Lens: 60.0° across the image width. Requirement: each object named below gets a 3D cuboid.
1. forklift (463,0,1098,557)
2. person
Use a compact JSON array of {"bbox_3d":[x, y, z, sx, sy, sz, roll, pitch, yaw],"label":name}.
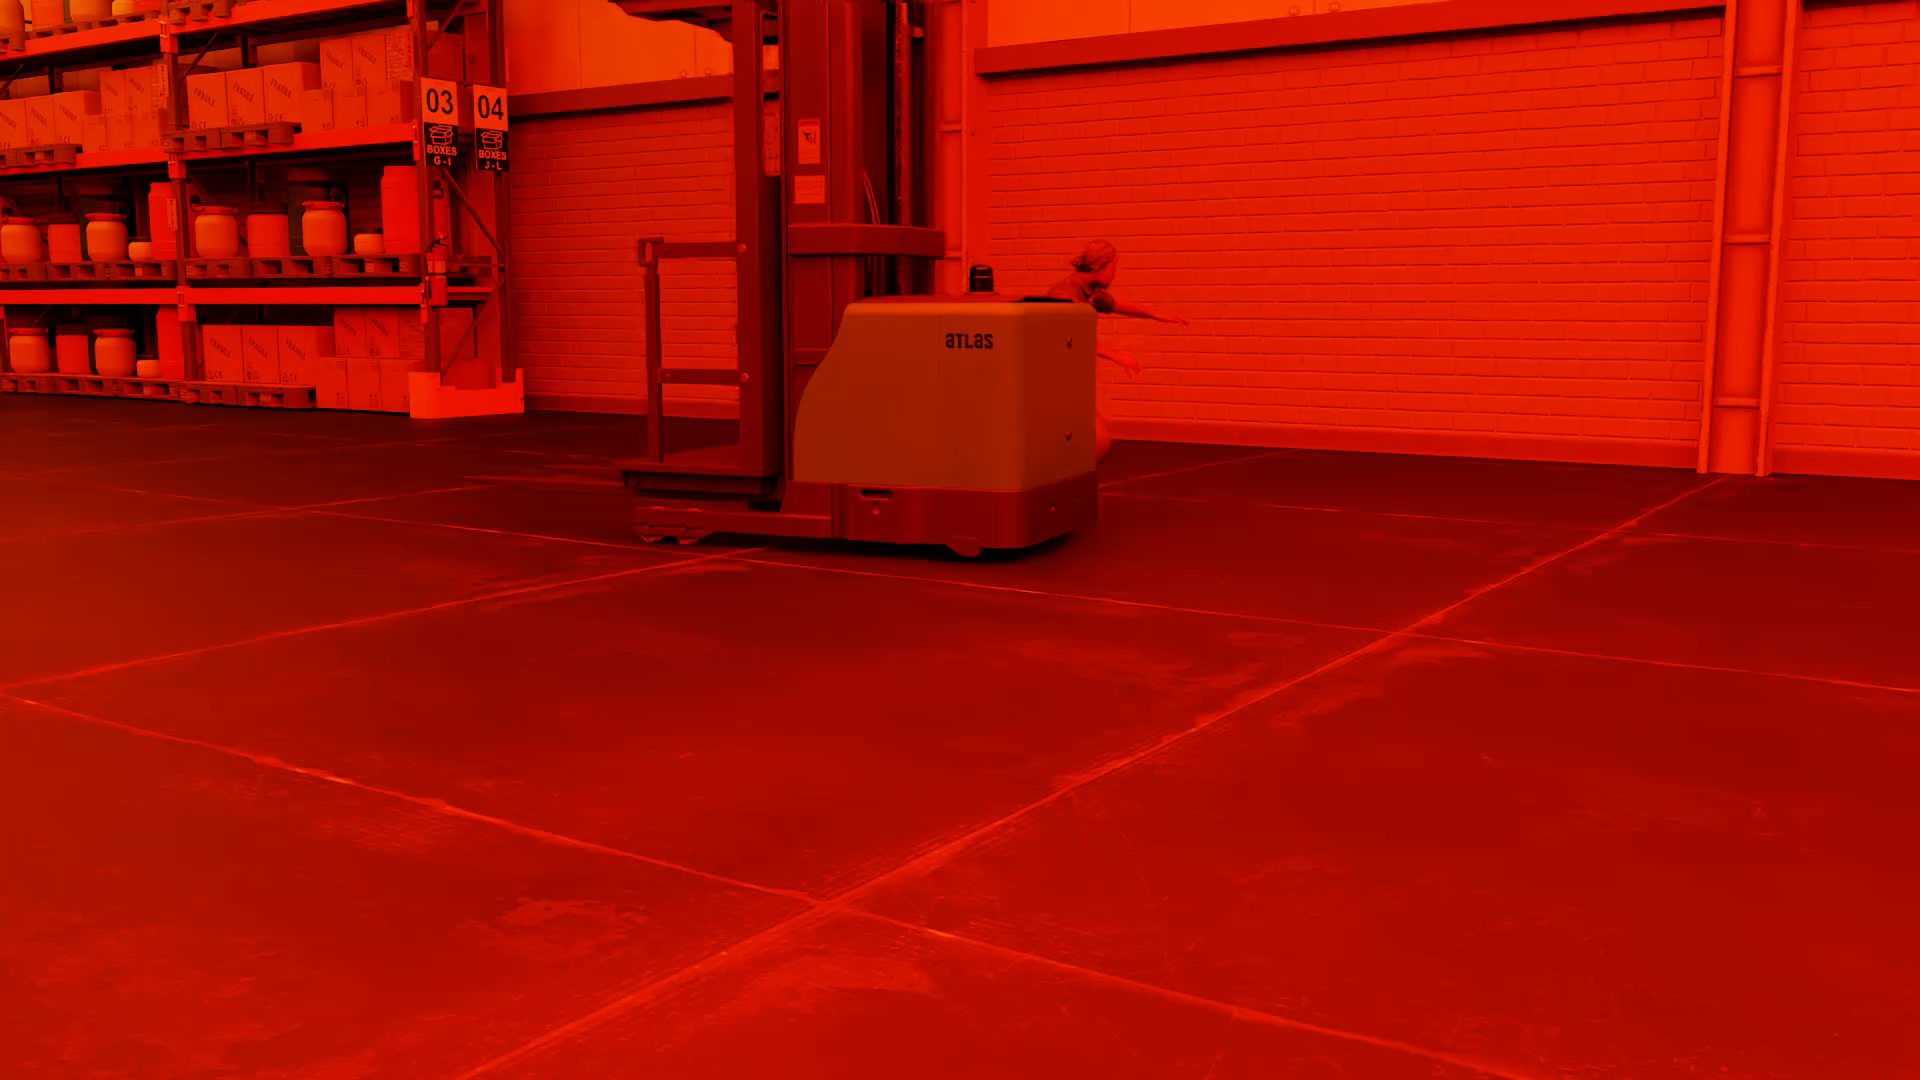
[{"bbox_3d":[-0.925,-1.492,7.686,3.031,2.935,1.130,4,9,24],"label":"forklift"},{"bbox_3d":[0.665,-0.798,8.351,0.797,1.414,1.342,2,8,15],"label":"person"}]
